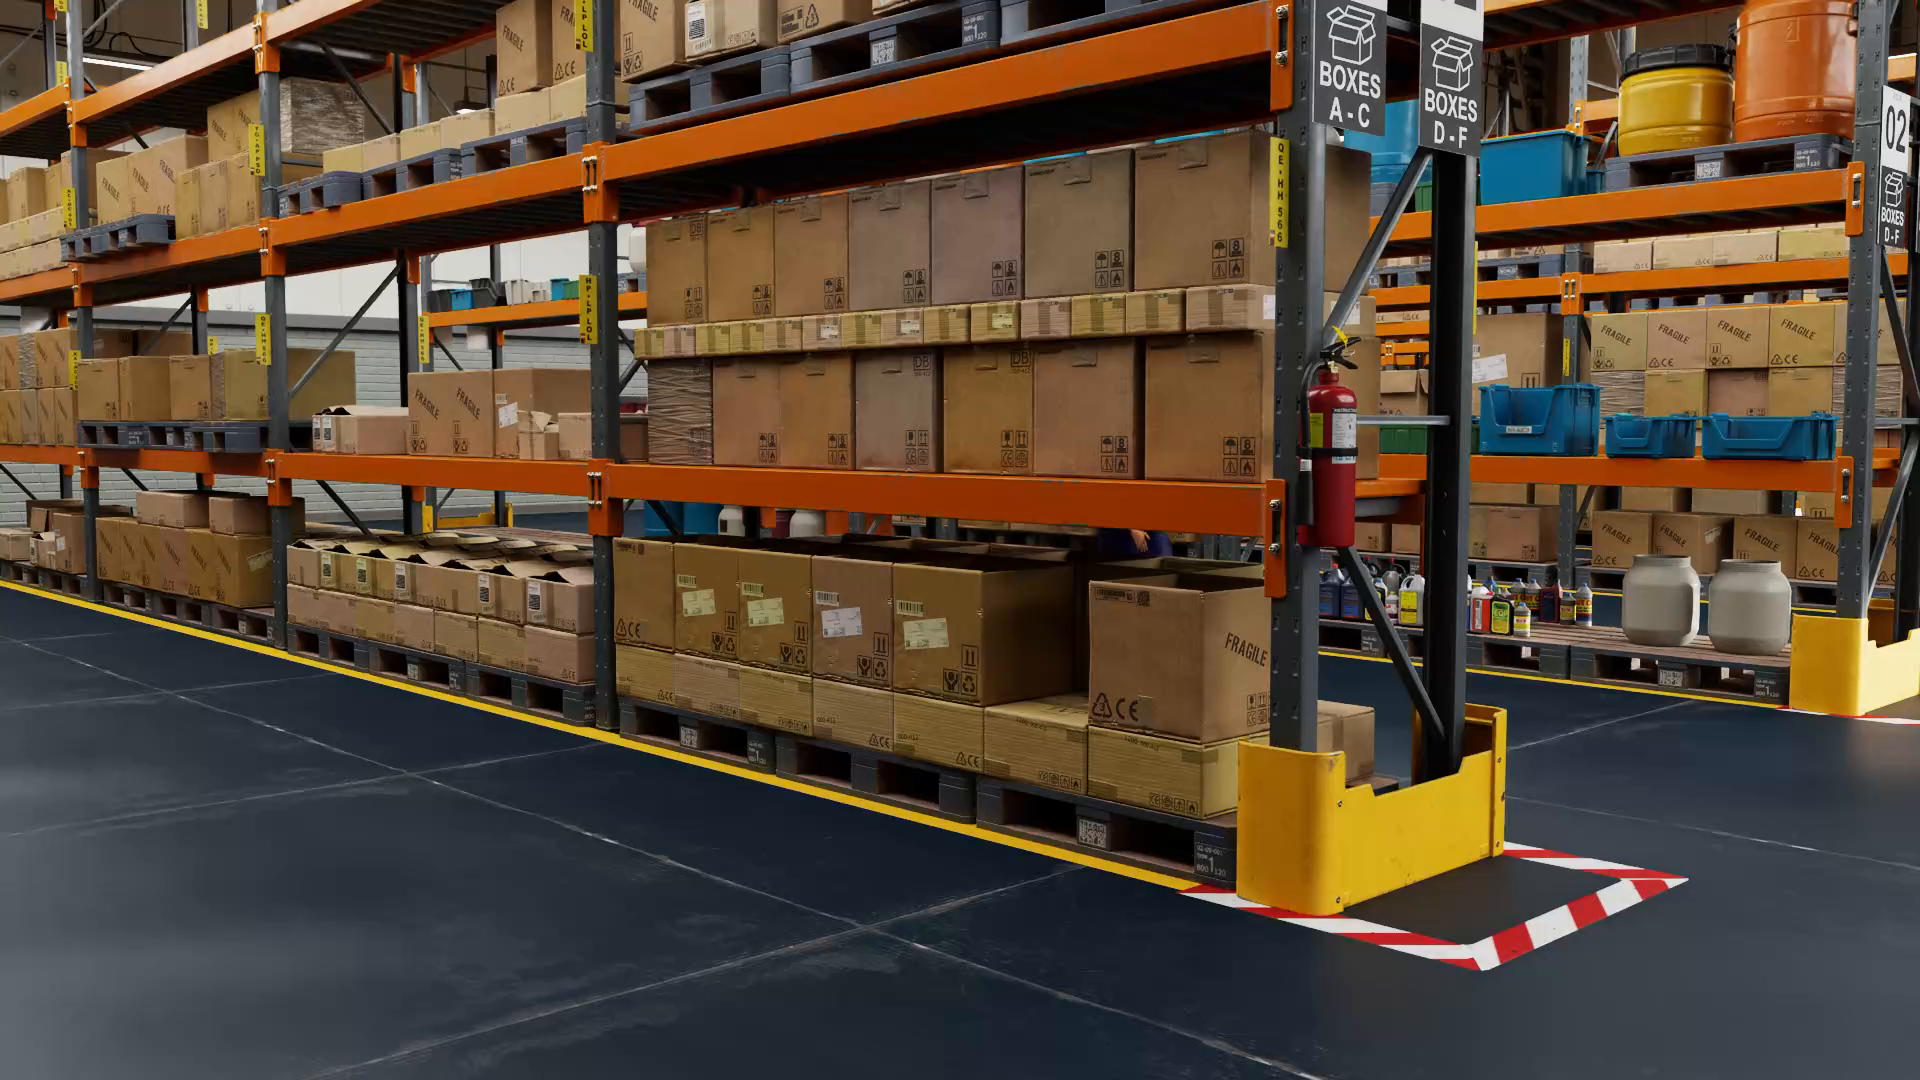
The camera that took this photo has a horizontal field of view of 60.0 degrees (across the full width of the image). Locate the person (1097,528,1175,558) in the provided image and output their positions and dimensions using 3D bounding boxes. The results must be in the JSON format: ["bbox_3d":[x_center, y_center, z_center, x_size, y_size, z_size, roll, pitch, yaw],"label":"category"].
[{"bbox_3d":[1.120,-0.030,10.118,0.822,1.653,0.513,4,5,41],"label":"person"}]
